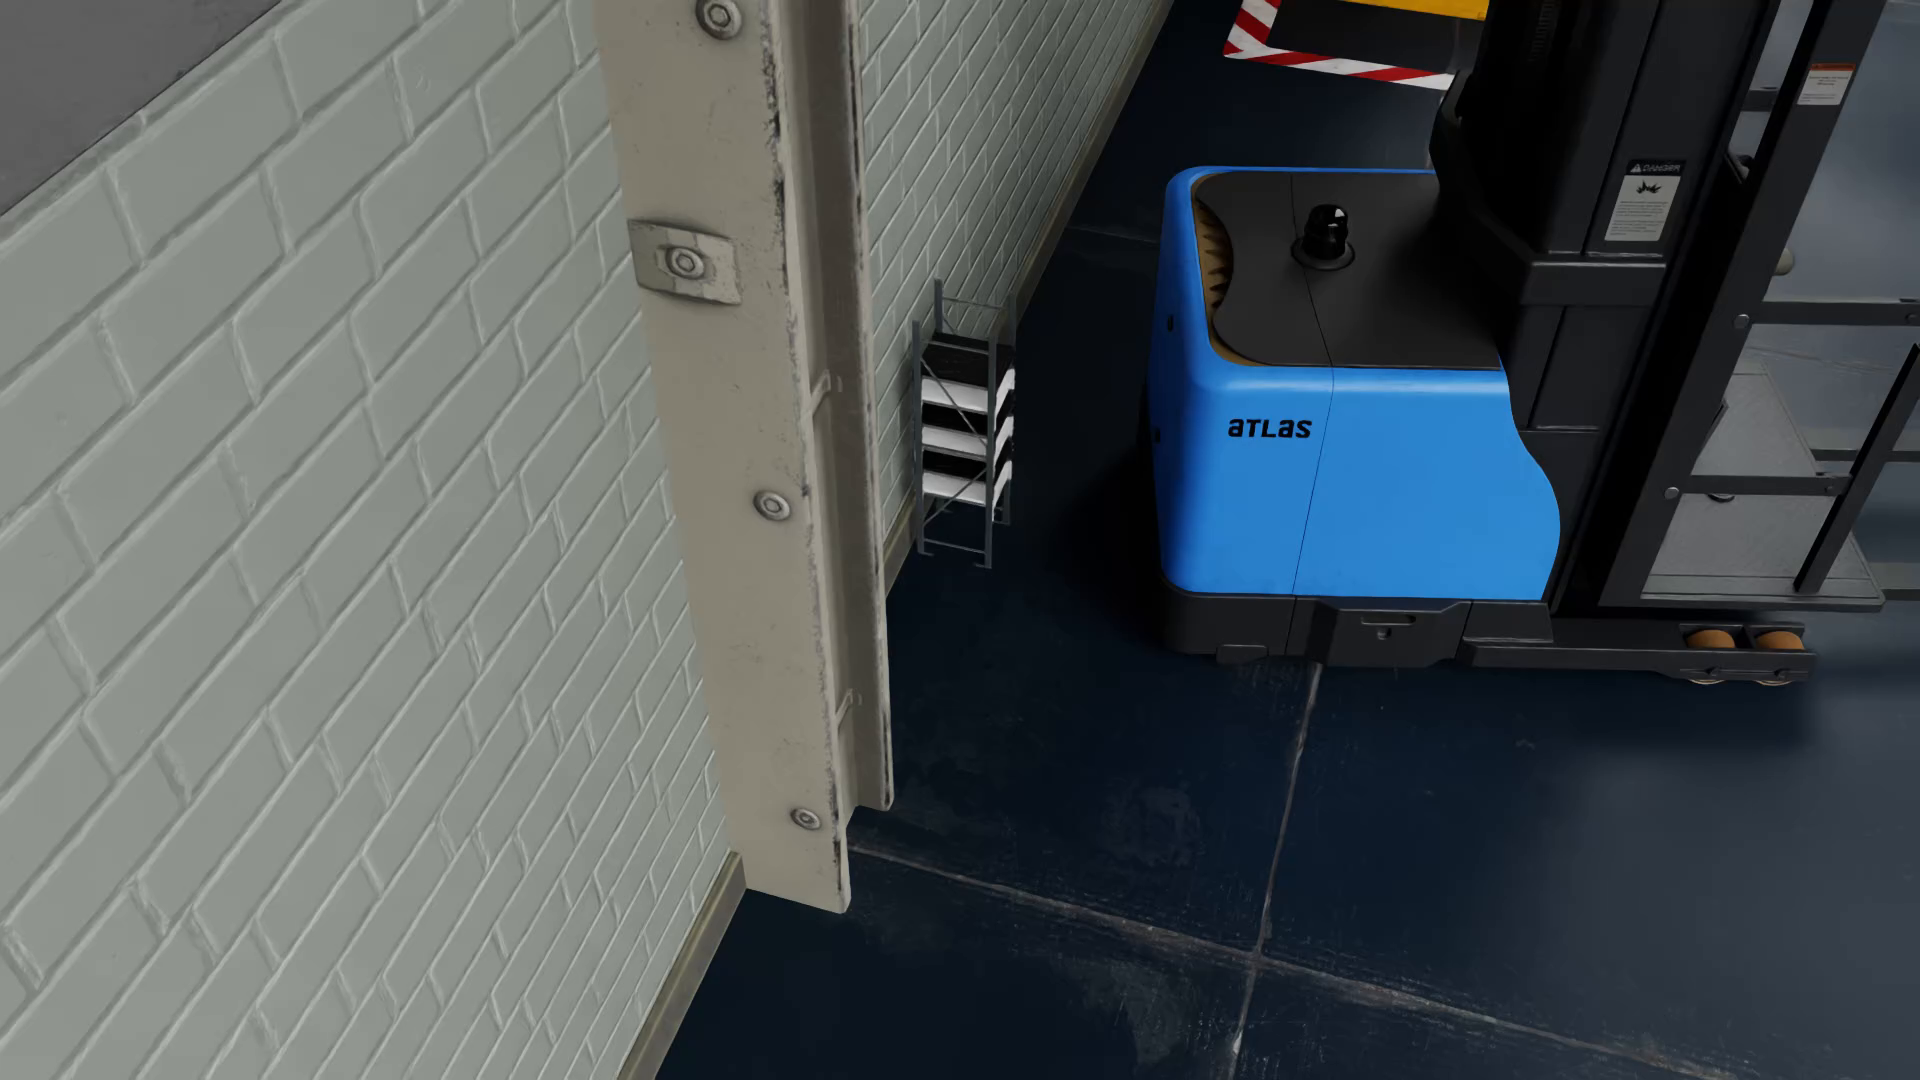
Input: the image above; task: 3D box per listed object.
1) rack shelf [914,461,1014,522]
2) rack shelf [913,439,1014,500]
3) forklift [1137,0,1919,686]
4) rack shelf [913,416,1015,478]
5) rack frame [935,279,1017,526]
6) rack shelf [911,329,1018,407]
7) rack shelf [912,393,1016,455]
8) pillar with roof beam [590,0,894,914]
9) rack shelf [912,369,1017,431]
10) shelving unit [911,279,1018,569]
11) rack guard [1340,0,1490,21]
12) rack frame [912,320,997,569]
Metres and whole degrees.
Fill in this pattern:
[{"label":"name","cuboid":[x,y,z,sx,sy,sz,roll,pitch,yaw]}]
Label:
[{"label":"rack shelf","cuboid":[0.012,-0.174,5.089,0.258,0.077,0.200,12,46,12]},{"label":"rack shelf","cuboid":[0.012,-0.238,5.026,0.258,0.077,0.200,12,46,12]},{"label":"forklift","cuboid":[2.087,-1.006,4.182,3.031,2.935,1.130,1,44,1]},{"label":"rack shelf","cuboid":[0.013,-0.302,4.963,0.258,0.077,0.200,12,46,12]},{"label":"rack frame","cuboid":[0.043,-0.394,5.009,0.240,0.900,0.006,12,46,12]},{"label":"rack shelf","cuboid":[0.014,-0.495,4.774,0.258,0.077,0.200,12,46,12]},{"label":"rack shelf","cuboid":[0.013,-0.367,4.900,0.258,0.077,0.200,12,46,12]},{"label":"pillar with roof beam","cuboid":[3.719,-1.508,0.357,9.100,9.000,0.400,13,46,13]},{"label":"rack shelf","cuboid":[0.013,-0.431,4.837,0.258,0.077,0.200,12,46,12]},{"label":"shelving unit","cuboid":[0.013,-0.326,4.939,0.258,0.900,0.210,12,46,12]},{"label":"rack guard","cuboid":[2.069,-2.783,7.736,1.175,0.500,0.348,13,46,13]},{"label":"rack frame","cuboid":[-0.017,-0.258,4.870,0.240,0.900,0.006,12,46,12]}]
